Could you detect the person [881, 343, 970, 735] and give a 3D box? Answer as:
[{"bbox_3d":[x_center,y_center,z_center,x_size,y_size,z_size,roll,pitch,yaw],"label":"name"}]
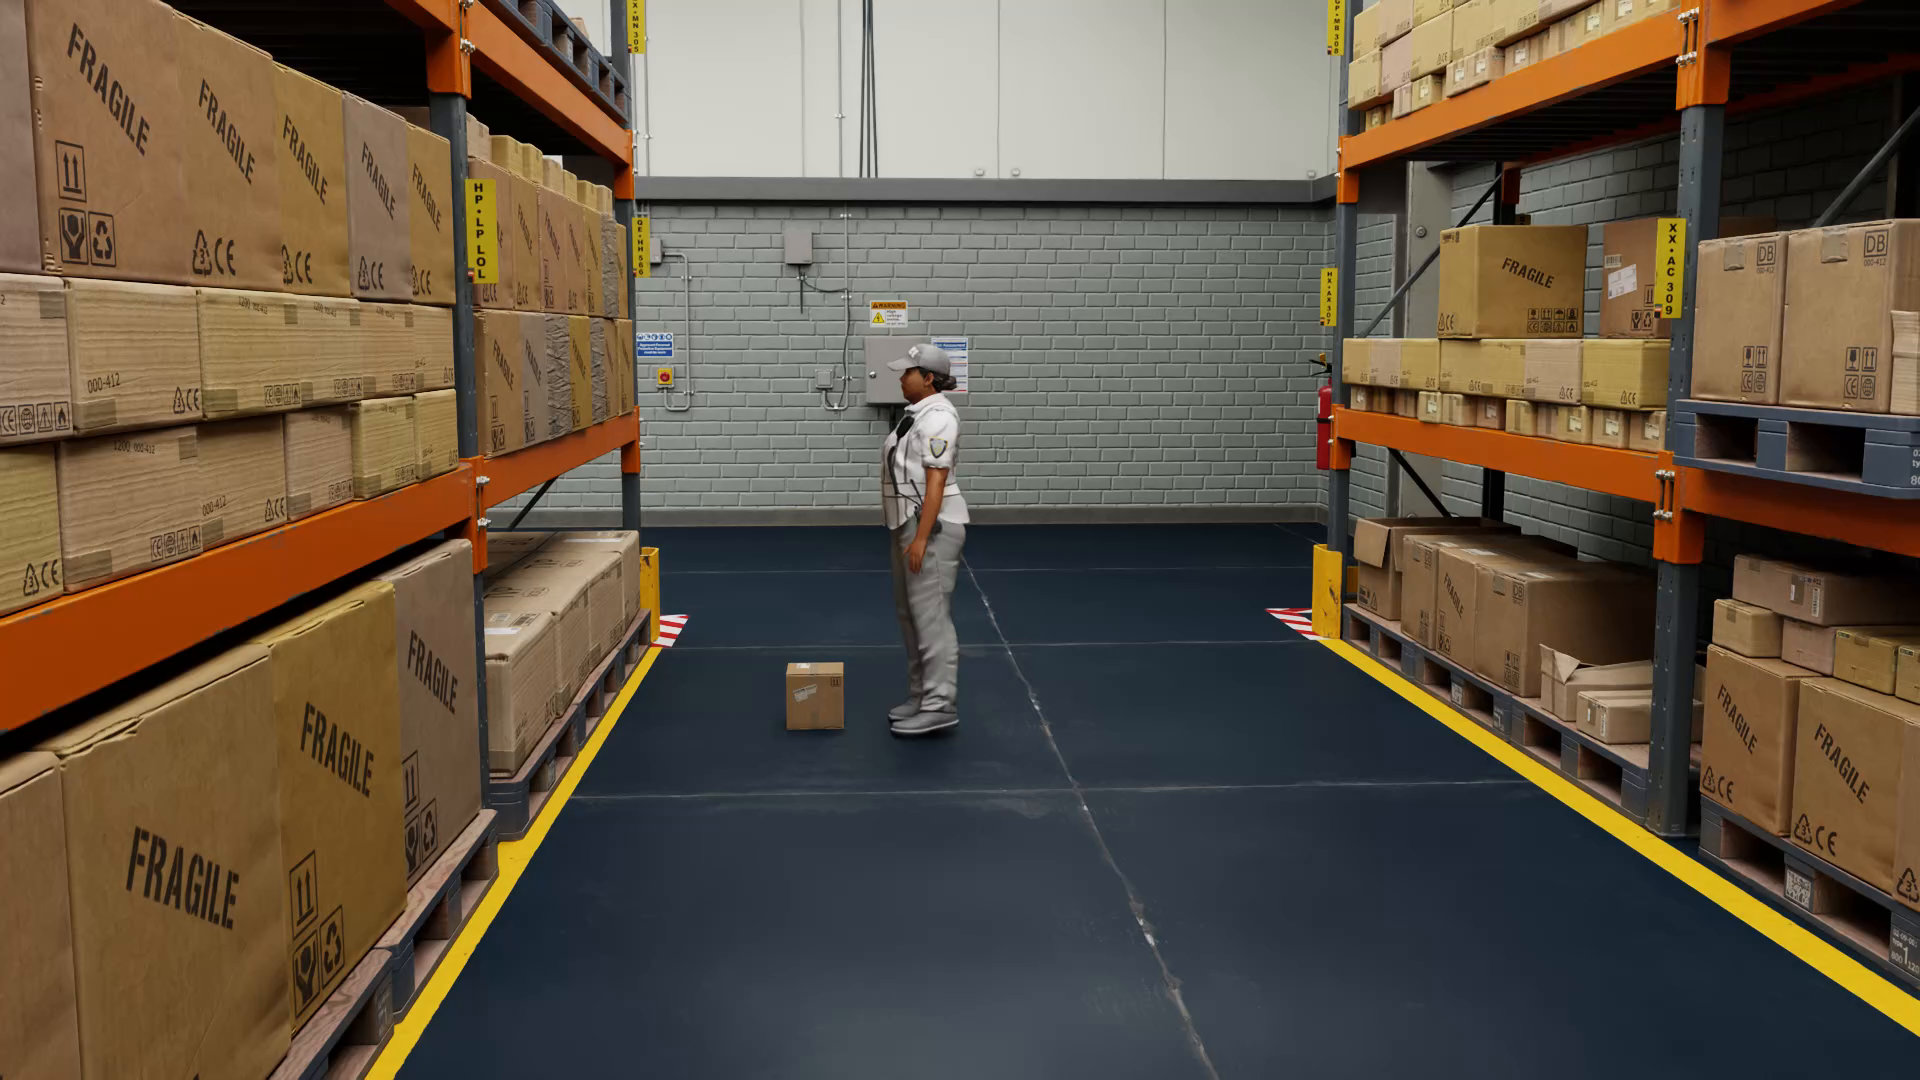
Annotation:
[{"bbox_3d":[-0.158,-0.021,7.314,0.386,1.676,0.538,-2,7,-14],"label":"person"}]
